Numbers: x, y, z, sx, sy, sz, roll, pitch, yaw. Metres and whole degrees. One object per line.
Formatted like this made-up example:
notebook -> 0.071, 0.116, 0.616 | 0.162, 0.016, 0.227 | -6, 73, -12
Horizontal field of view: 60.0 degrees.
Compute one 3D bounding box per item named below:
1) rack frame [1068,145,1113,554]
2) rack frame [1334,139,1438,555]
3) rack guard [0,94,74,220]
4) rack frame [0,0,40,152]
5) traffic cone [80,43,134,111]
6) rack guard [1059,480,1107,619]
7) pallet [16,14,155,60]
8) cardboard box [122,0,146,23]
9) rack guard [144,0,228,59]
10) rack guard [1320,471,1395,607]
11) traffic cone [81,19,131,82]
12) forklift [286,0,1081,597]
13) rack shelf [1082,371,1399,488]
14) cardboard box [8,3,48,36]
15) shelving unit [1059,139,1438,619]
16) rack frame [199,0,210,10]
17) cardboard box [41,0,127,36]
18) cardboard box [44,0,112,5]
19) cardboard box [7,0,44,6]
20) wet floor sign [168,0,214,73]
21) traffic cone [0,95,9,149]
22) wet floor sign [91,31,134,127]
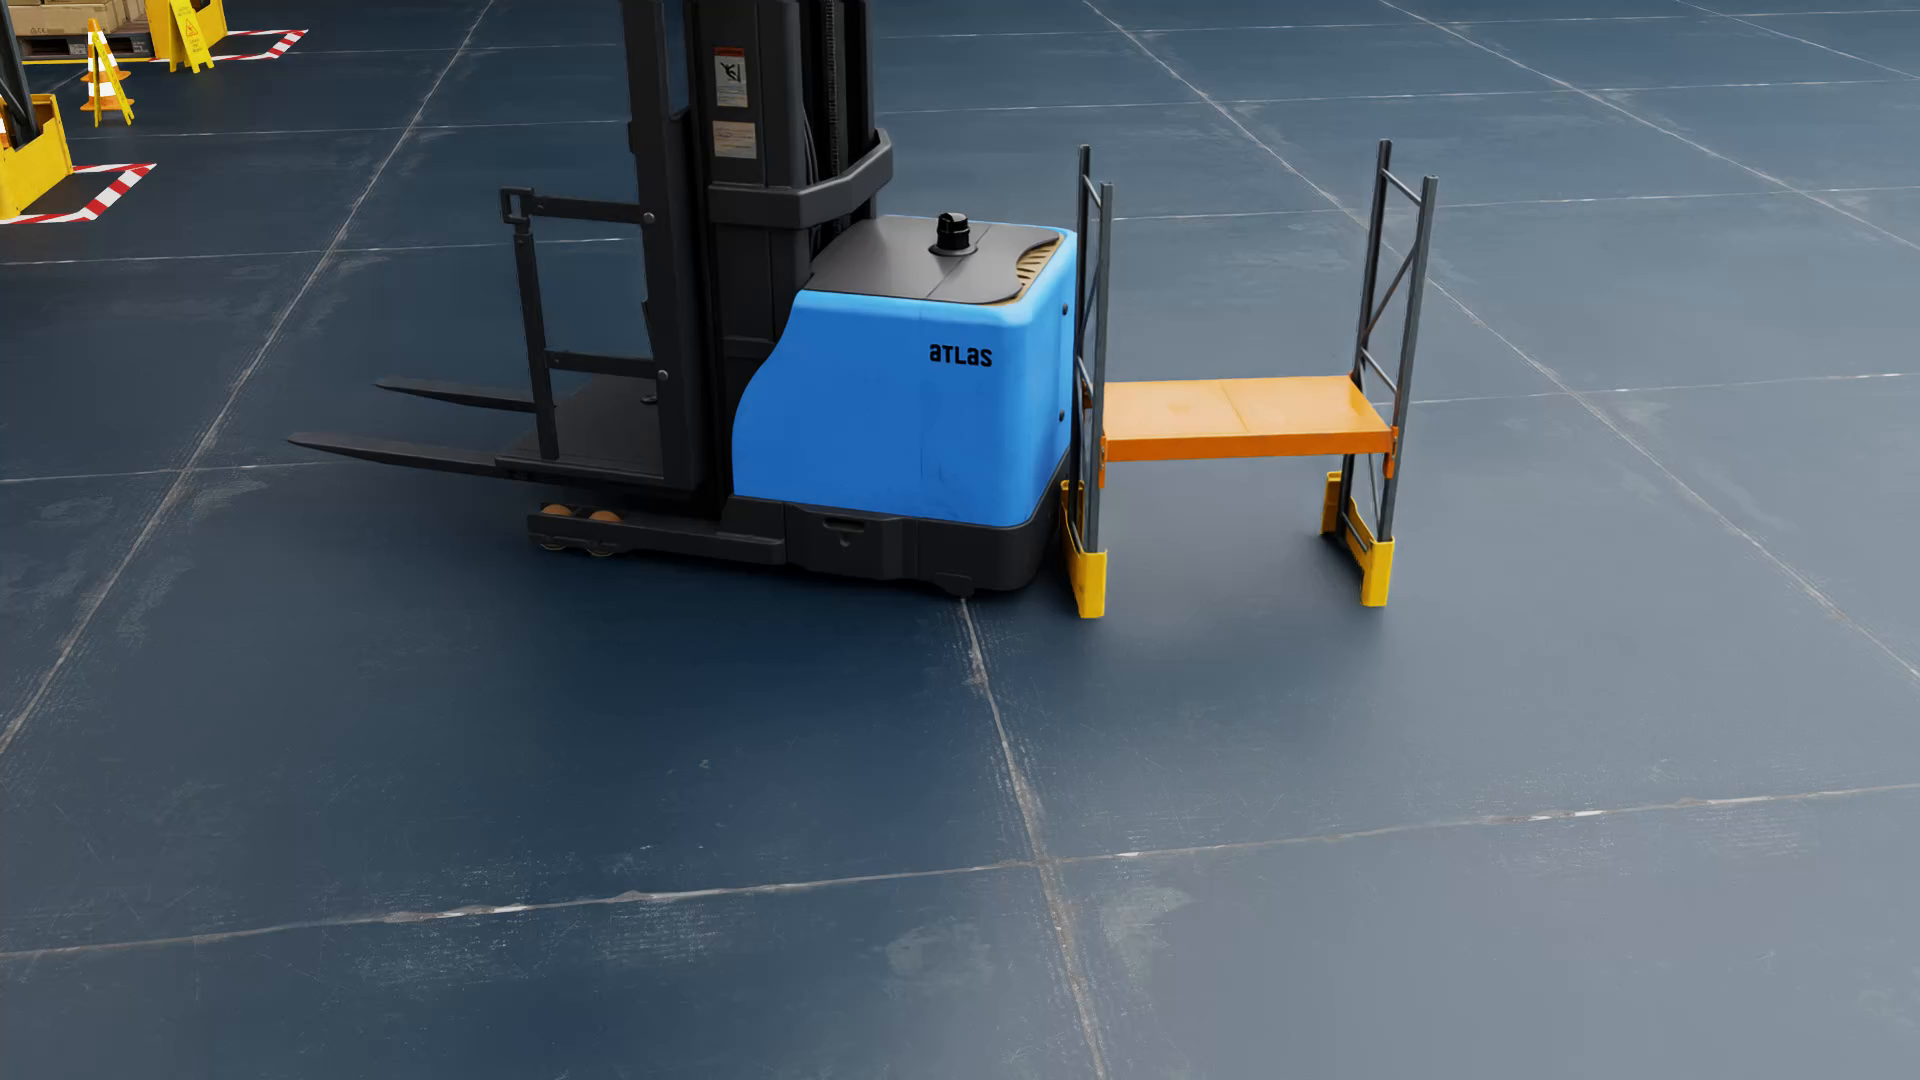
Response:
rack frame -> 0.433, -0.531, 5.641 | 0.032, 1.500, 0.500 | -2, 27, -4
rack frame -> 1.447, -0.568, 5.713 | 0.032, 1.500, 0.500 | -2, 27, -4
rack guard -> -5.953, -2.404, 10.388 | 0.348, 0.500, 1.175 | -4, 27, -7
rack frame -> -5.977, -3.515, 9.814 | 0.127, 3.000, 1.000 | -4, 27, -7
traffic cone -> -6.522, -3.527, 12.616 | 0.334, 0.463, 0.336 | -4, 27, -7
rack guard -> 0.435, 0.025, 5.927 | 0.087, 0.250, 0.587 | -2, 27, -4
pallet -> -7.652, -4.465, 14.720 | 1.213, 0.211, 1.003 | -4, 27, -7
cardboard box -> -7.604, -4.783, 14.838 | 0.500, 0.250, 0.500 | -4, 27, -8
rack guard -> -6.842, -4.629, 14.724 | 0.348, 0.500, 1.175 | -4, 27, -7
rack guard -> 1.427, -0.011, 5.997 | 0.087, 0.250, 0.587 | -2, 27, -4
traffic cone -> -7.013, -4.007, 13.552 | 0.334, 0.463, 0.336 | -4, 27, -7
forklift -> -1.101, -1.465, 5.895 | 3.031, 2.935, 1.130 | 7, 28, 13
rack shelf -> 0.940, -0.389, 5.759 | 1.000, 0.185, 0.538 | -2, 27, -4
cardboard box -> -8.044, -4.507, 14.300 | 0.500, 0.250, 0.500 | -4, 27, -7
shelving unit -> 0.931, -0.549, 5.677 | 1.083, 1.500, 0.587 | -2, 27, -4
rack frame -> -6.767, -5.746, 14.163 | 0.127, 3.000, 1.000 | -4, 27, -7
cardboard box -> -7.554, -4.535, 14.354 | 0.500, 0.250, 0.500 | -4, 27, -7
cardboard box -> -7.524, -4.874, 14.194 | 0.500, 0.500, 0.500 | -4, 27, -7
cardboard box -> -8.040, -4.840, 14.127 | 0.500, 0.500, 0.500 | -3, 27, -5
wet floor sign -> -6.430, -4.227, 13.781 | 0.232, 0.644, 0.267 | 6, 28, 11
traffic cone -> -6.701, -2.994, 11.579 | 0.334, 0.463, 0.336 | -4, 27, -7
wet floor sign -> -6.224, -3.364, 12.100 | 0.232, 0.644, 0.267 | -8, 28, -16
